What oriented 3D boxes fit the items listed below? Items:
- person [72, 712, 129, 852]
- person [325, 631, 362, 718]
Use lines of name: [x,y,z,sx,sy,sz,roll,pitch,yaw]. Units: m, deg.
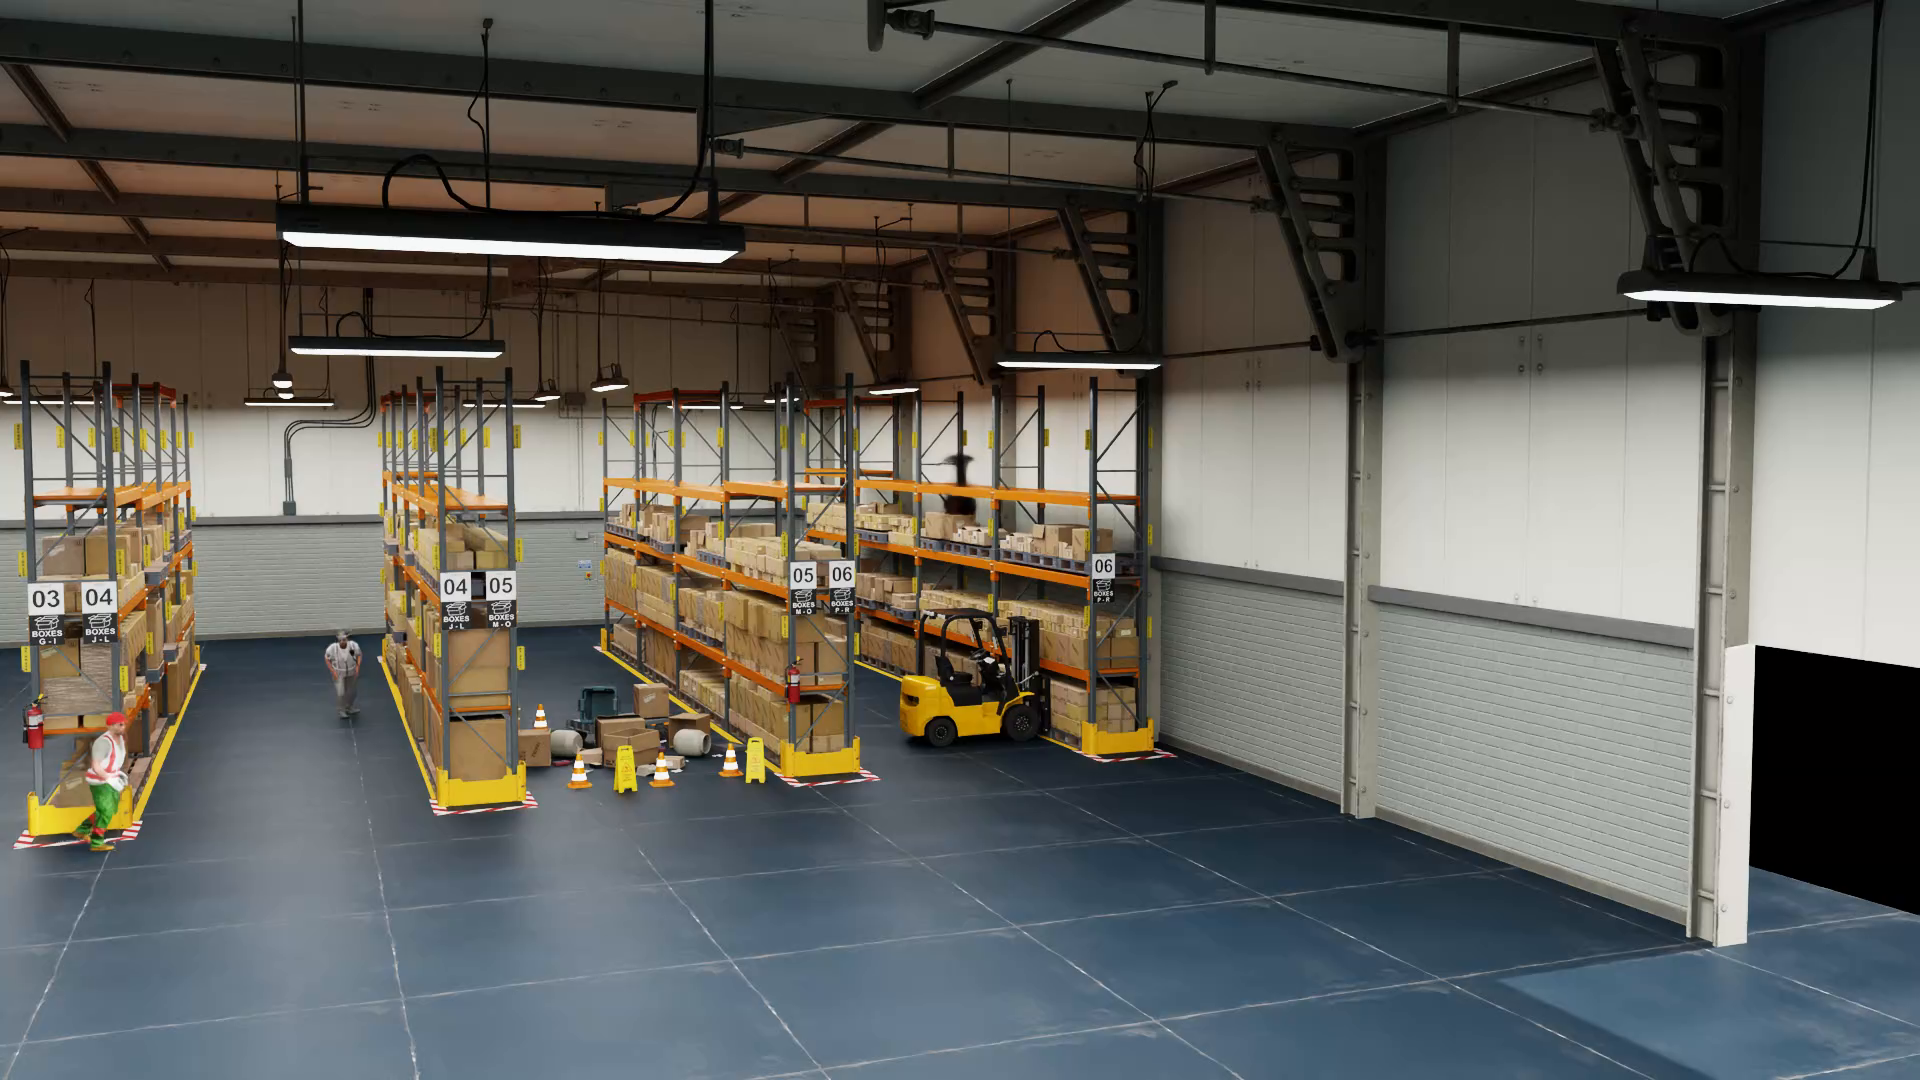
person: [-10.437,2.933,20.177,0.789,1.713,0.640,0,3,-2]
person: [-11.107,2.401,29.987,0.711,1.599,0.892,-3,4,-39]
